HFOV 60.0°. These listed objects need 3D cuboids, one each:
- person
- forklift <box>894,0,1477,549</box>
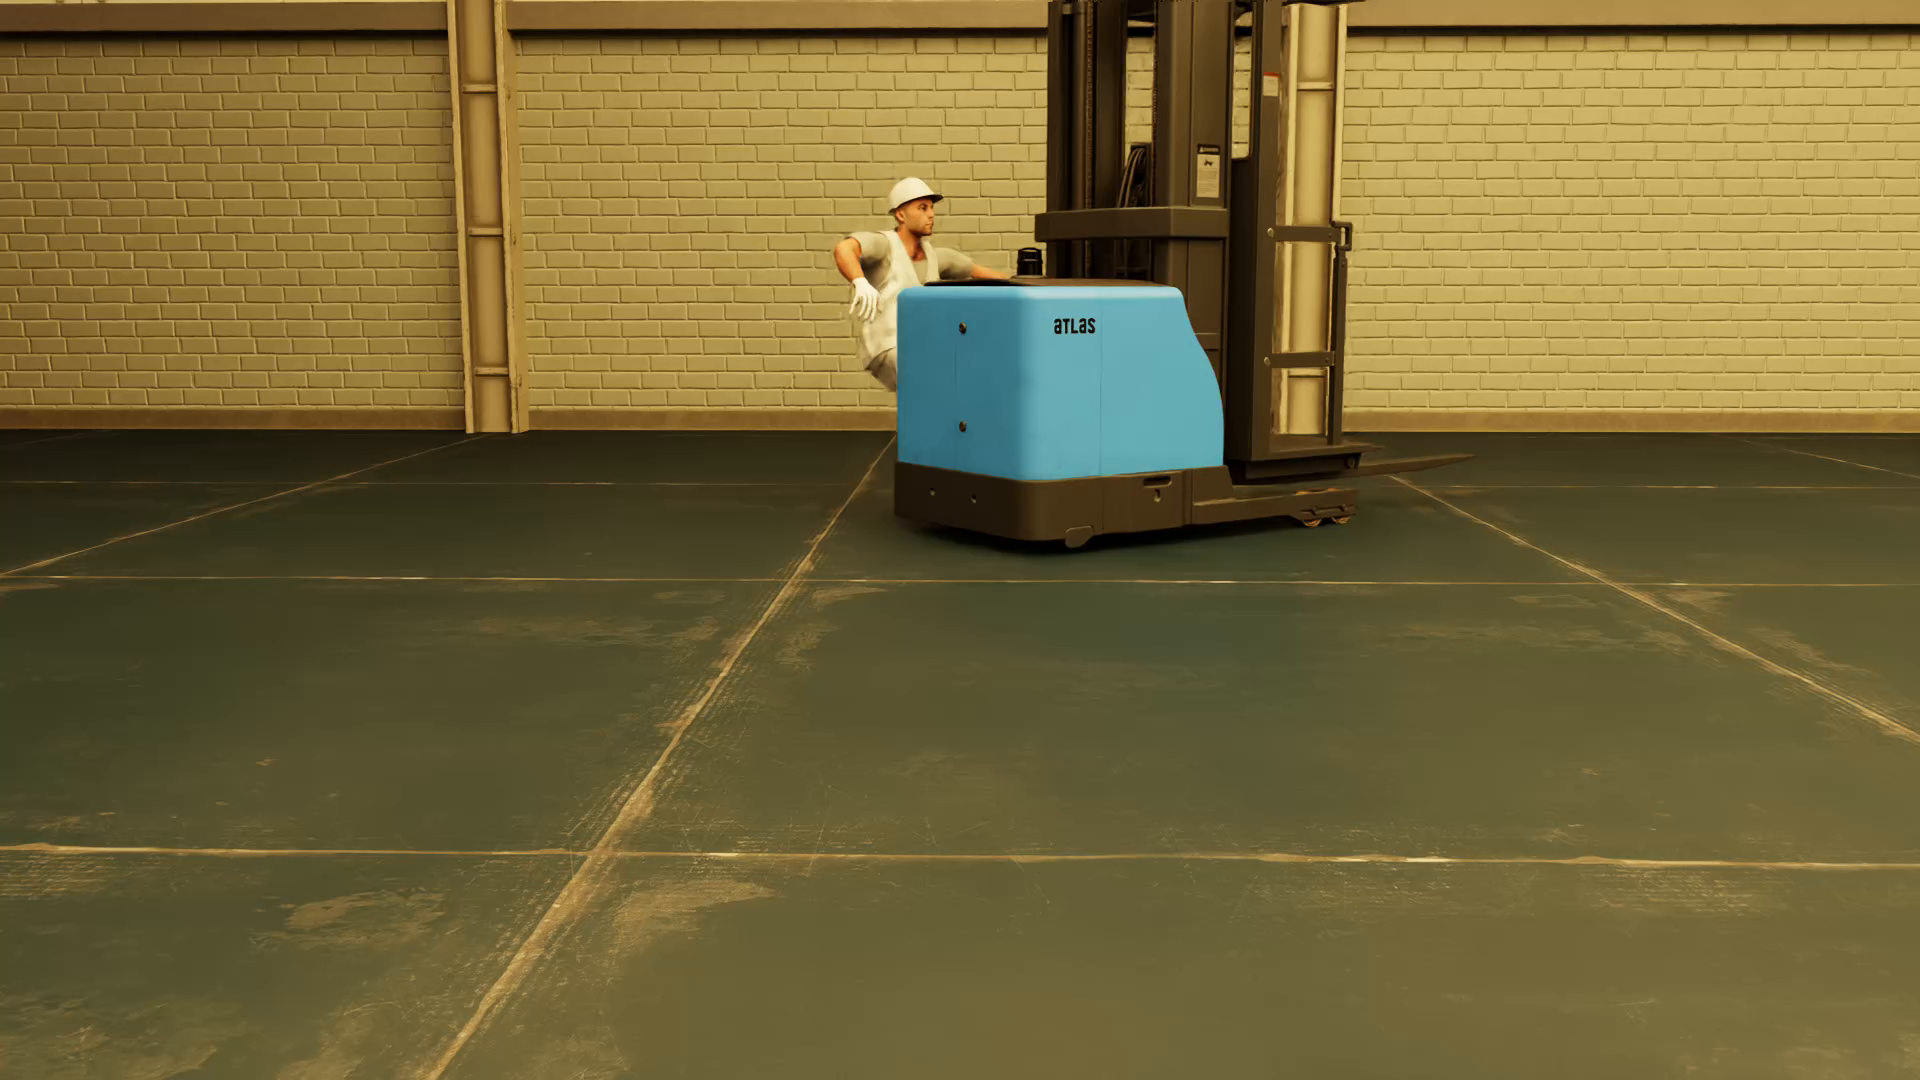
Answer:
[{"bbox_3d":[-0.079,-0.918,7.665,0.859,1.499,1.136,6,10,34],"label":"person"},{"bbox_3d":[1.204,-1.564,7.660,3.031,2.935,1.130,-6,11,-35],"label":"forklift"}]
